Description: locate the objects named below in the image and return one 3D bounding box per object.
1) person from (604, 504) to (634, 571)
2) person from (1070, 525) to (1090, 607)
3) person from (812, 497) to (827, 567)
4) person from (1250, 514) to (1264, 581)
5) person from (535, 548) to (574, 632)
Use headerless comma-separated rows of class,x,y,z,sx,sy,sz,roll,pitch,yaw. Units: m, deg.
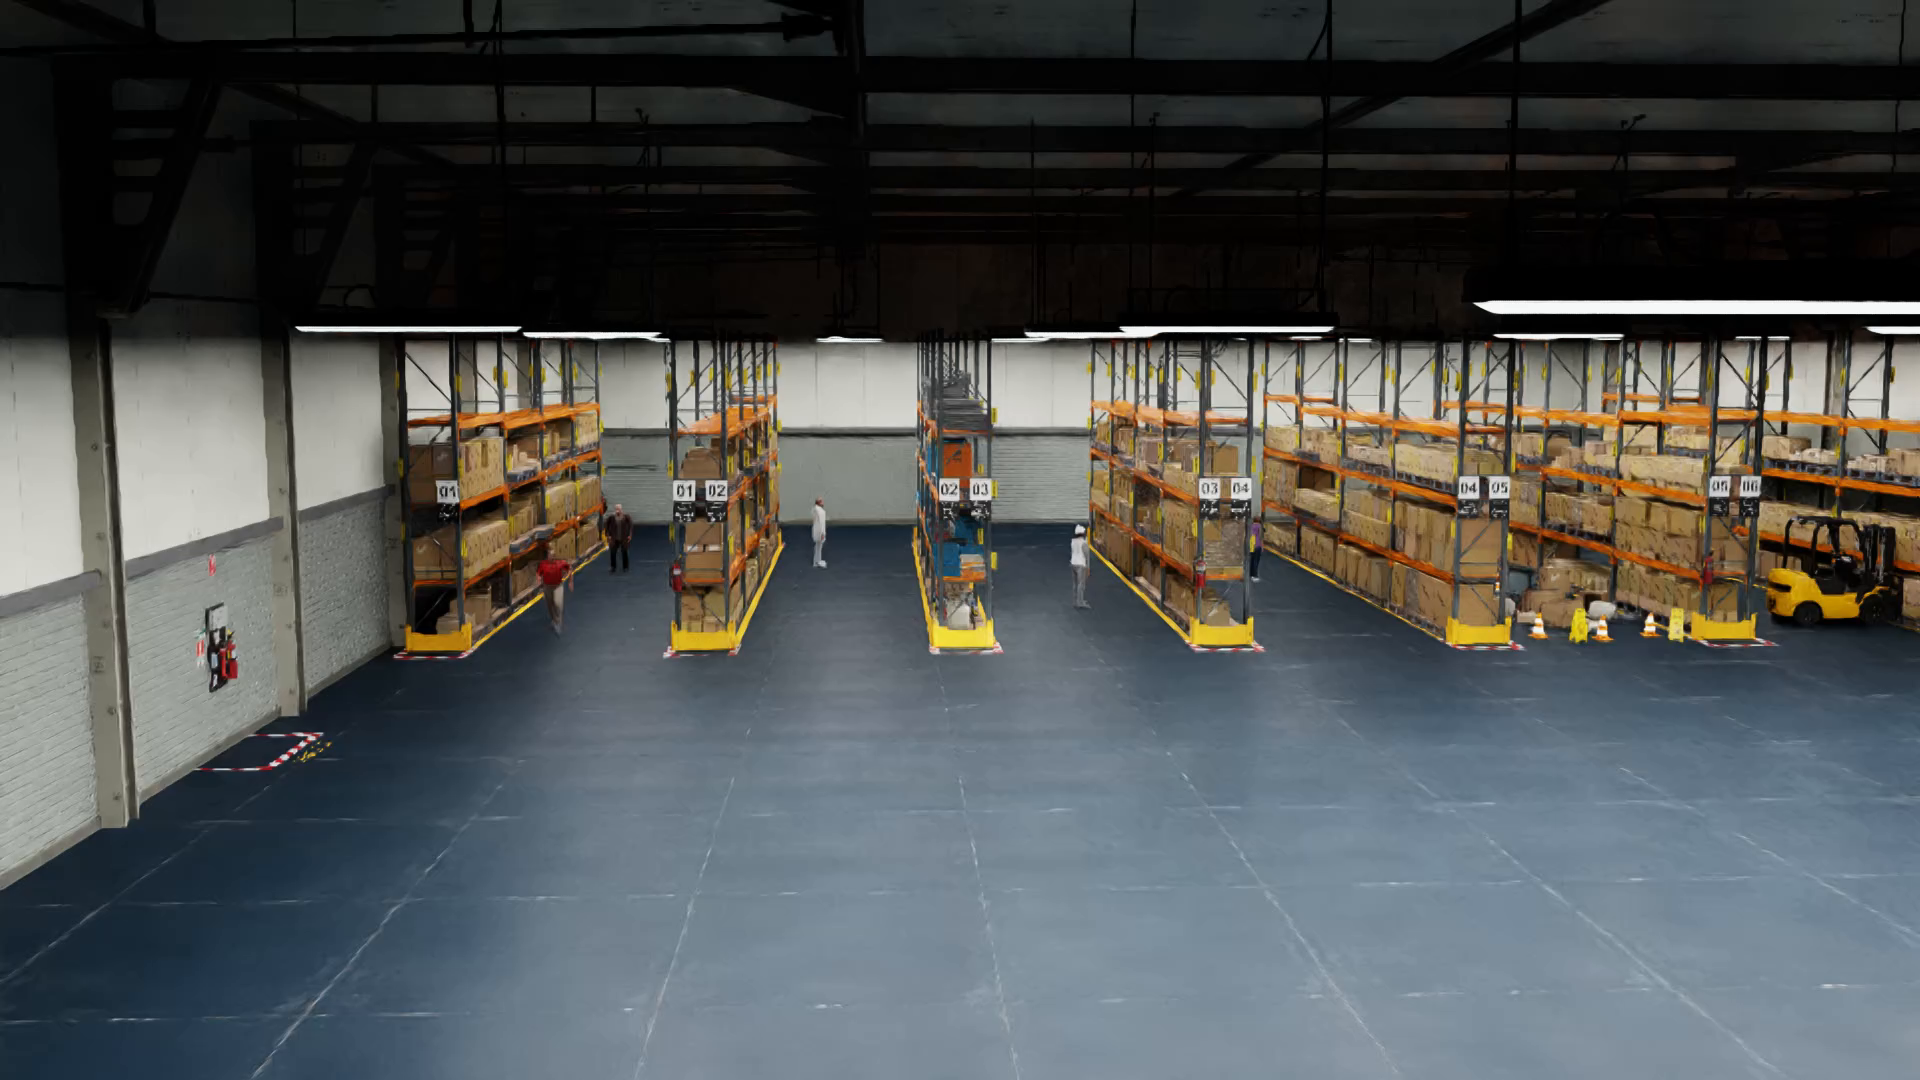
person,-8.578,-0.063,41.865,0.729,1.733,0.546,0,7,-4
person,2.655,0.536,36.278,0.450,1.736,0.584,-5,8,-34
person,-3.601,-0.168,42.792,0.448,1.673,0.678,-3,7,-21
person,7.210,0.174,40.320,0.419,1.590,0.504,-4,8,-31
person,-8.165,0.969,33.405,0.686,1.666,0.867,0,7,2
